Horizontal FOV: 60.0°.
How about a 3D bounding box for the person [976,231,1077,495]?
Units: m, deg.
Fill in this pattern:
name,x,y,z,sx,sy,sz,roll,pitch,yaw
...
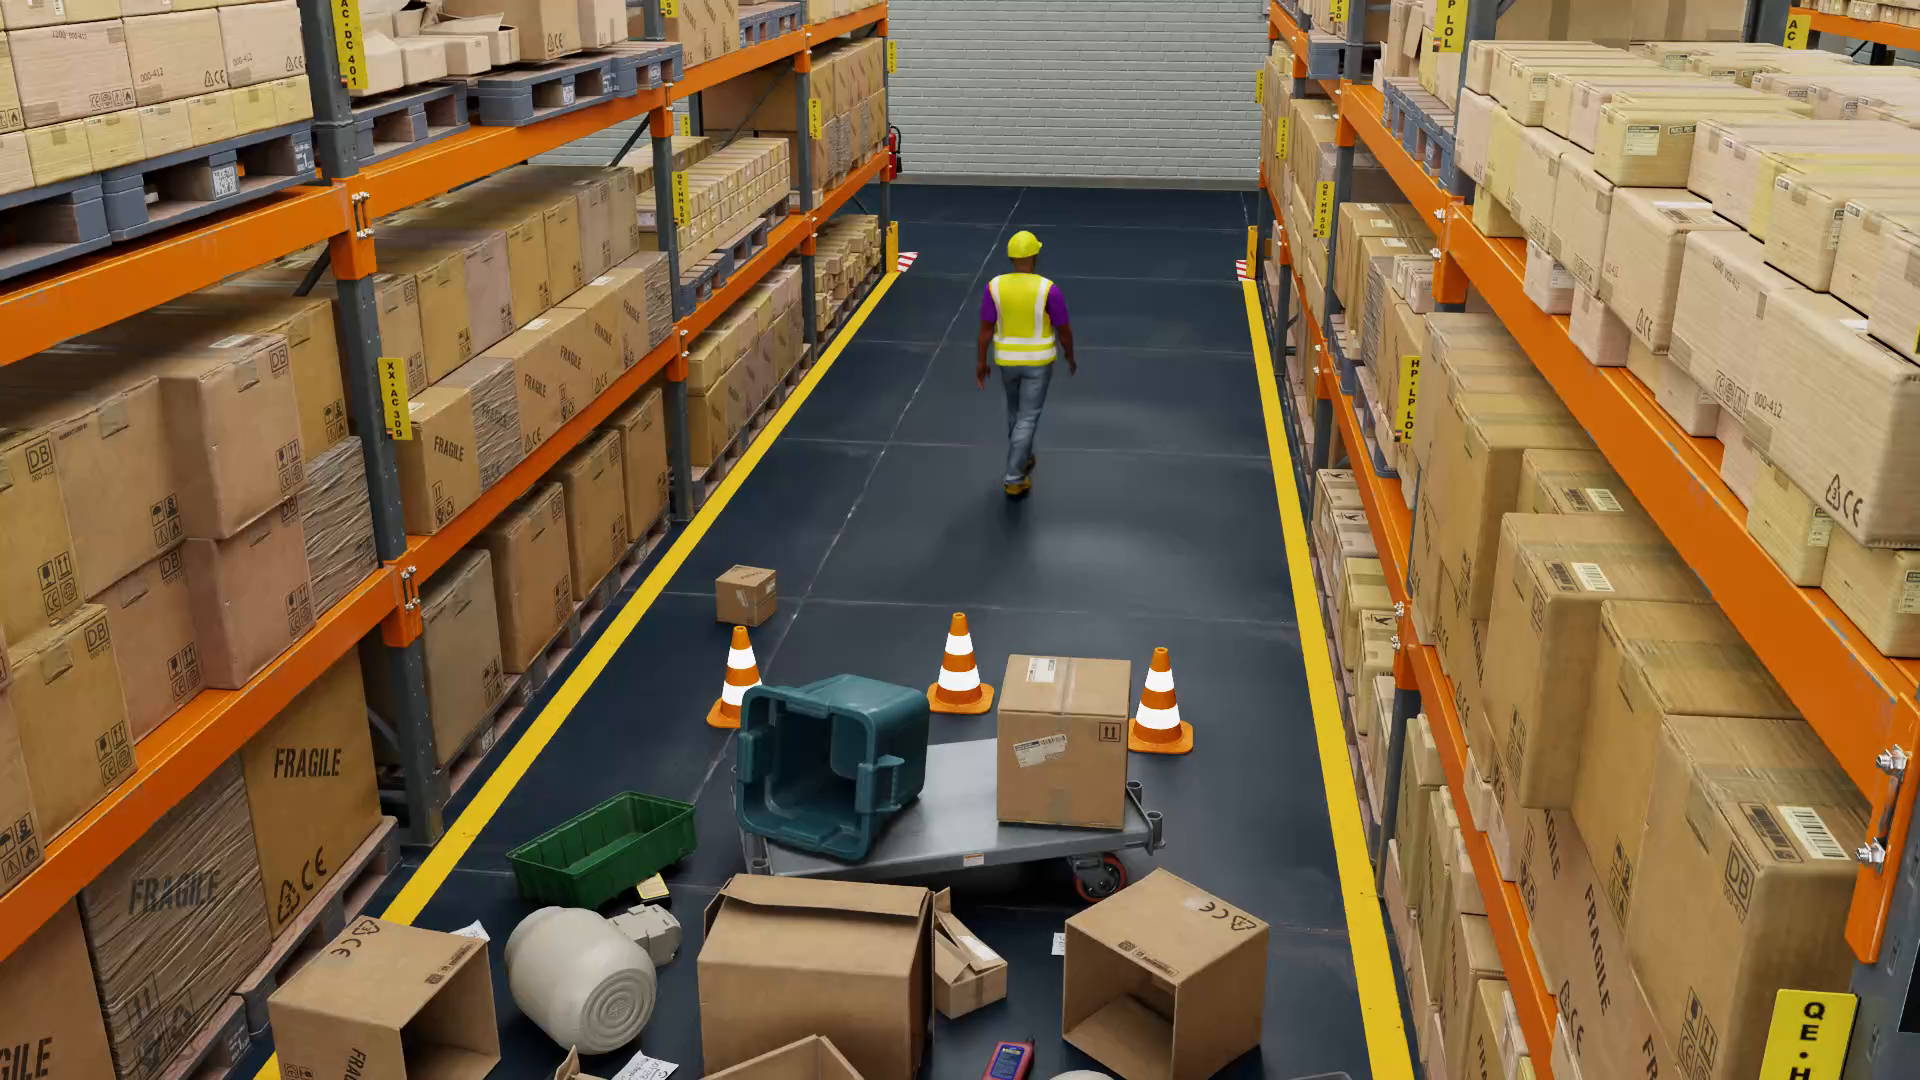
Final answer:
name,x,y,z,sx,sy,sz,roll,pitch,yaw
person,0.477,-1.240,11.236,0.613,1.732,0.929,8,23,21
